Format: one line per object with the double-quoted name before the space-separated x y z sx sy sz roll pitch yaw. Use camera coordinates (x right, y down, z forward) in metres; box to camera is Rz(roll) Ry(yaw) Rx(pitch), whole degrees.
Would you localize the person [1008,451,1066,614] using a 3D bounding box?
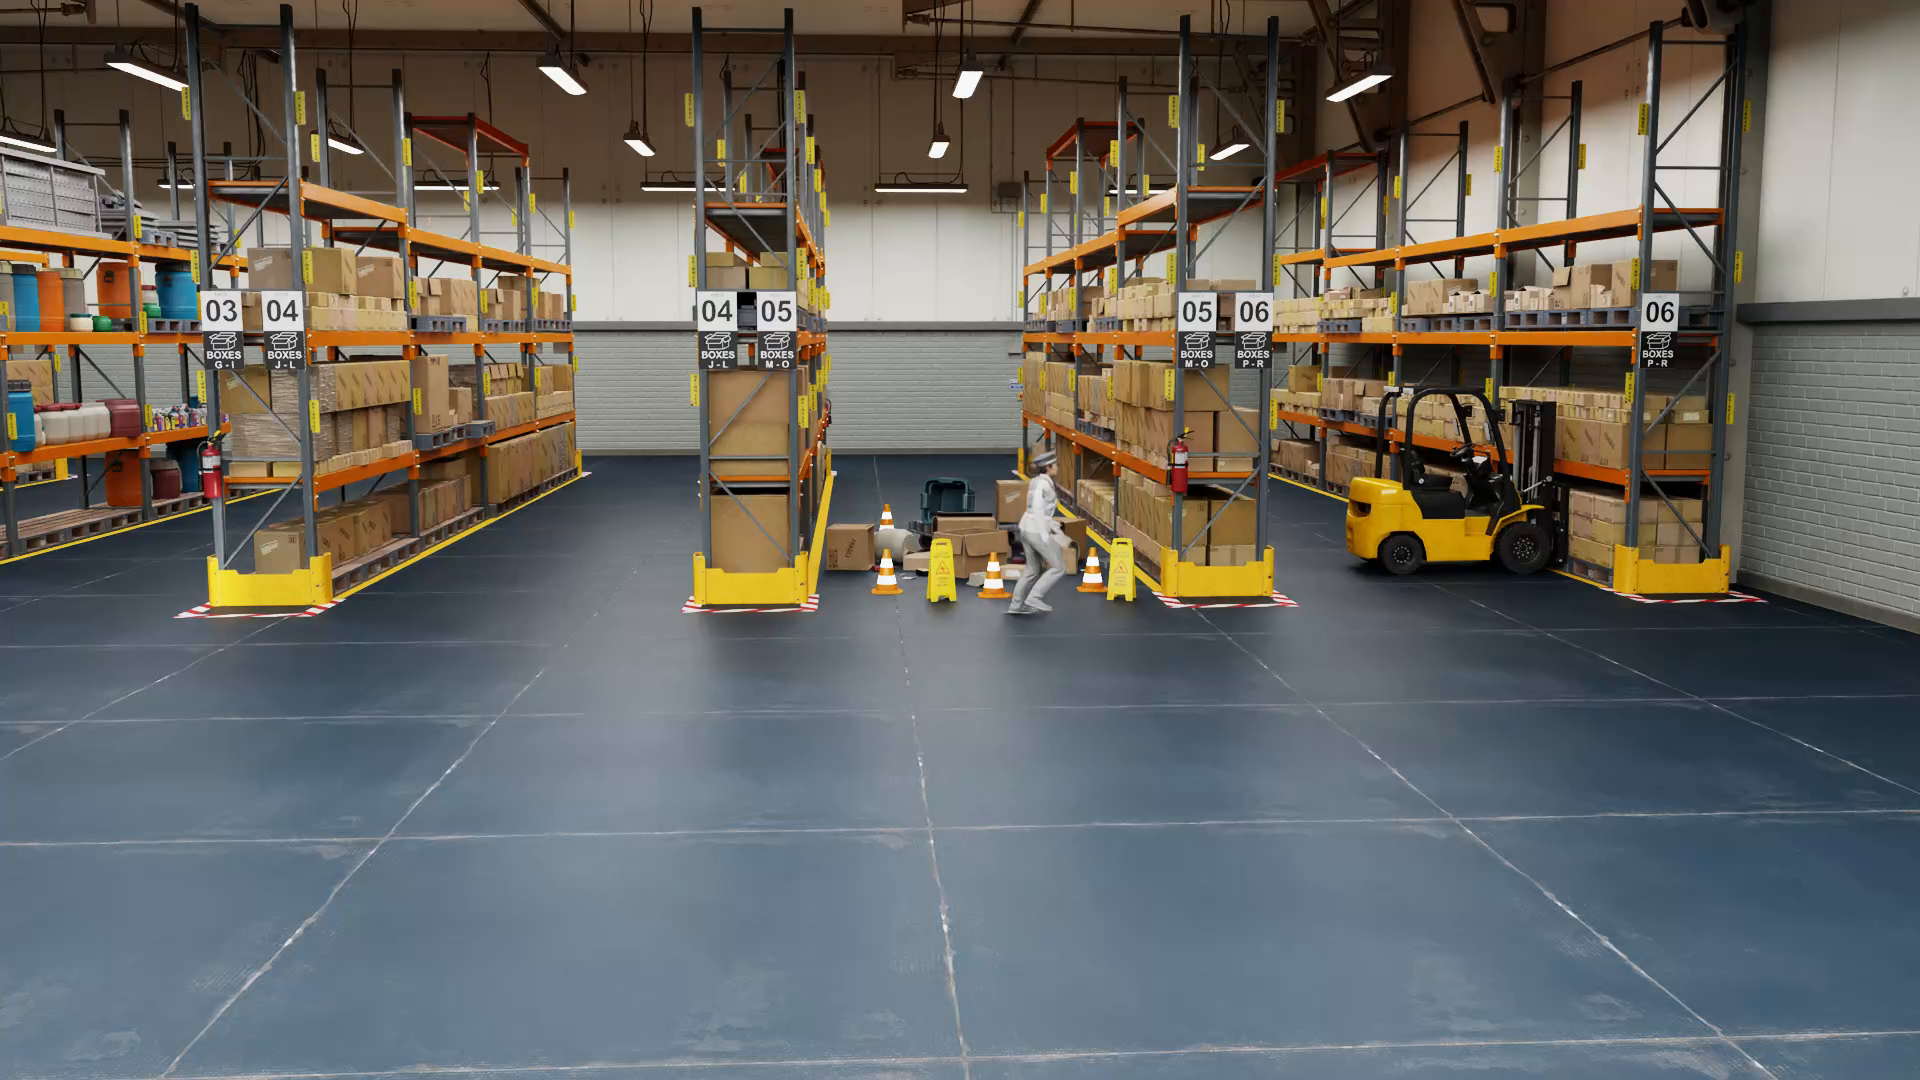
"person" 0.780 -0.070 16.450 0.578 1.628 0.624 -2 7 -14
